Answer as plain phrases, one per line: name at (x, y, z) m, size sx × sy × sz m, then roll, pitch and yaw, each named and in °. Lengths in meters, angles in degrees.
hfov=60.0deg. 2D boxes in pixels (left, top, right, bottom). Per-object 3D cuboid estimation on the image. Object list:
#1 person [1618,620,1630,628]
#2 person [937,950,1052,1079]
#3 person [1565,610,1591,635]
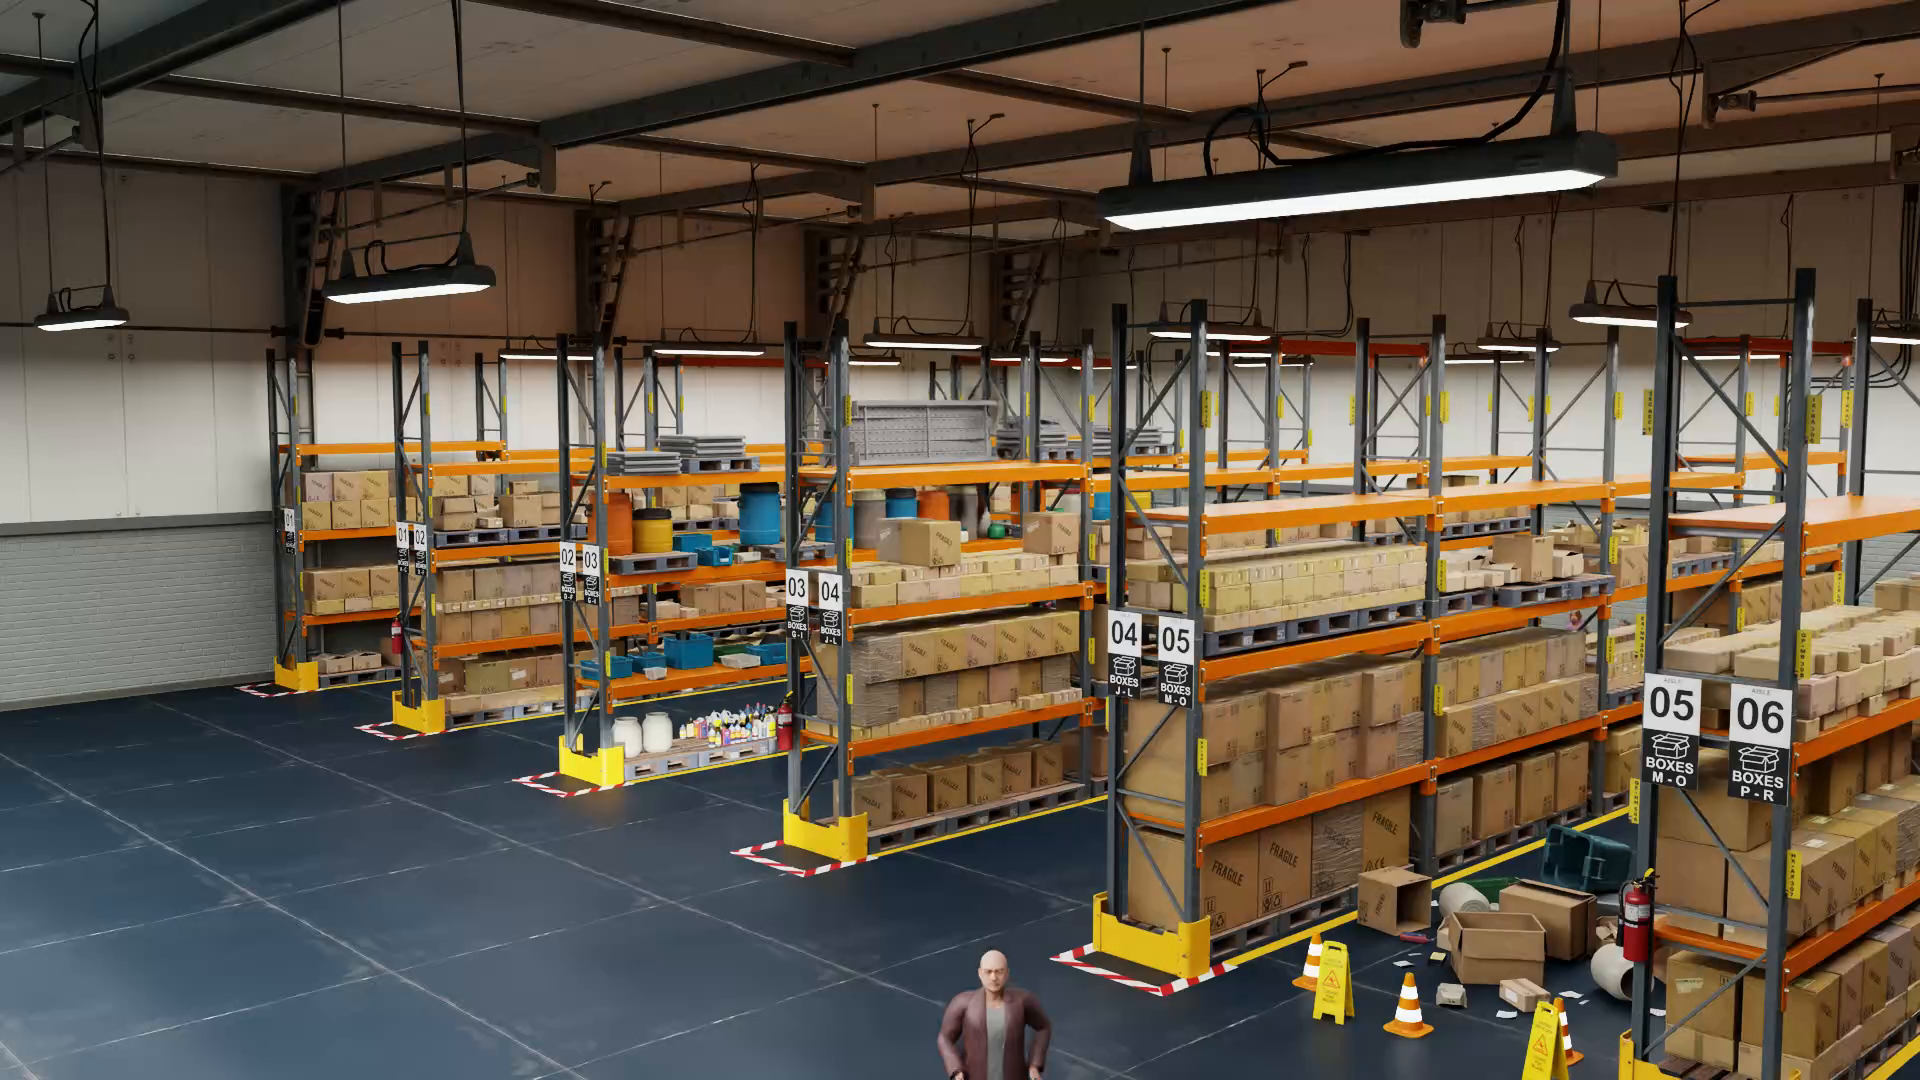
person at (10.338, 2.095, 25.991) m, size 0.750 × 1.717 × 0.552 m, roll -4°, pitch 7°, yaw -40°
person at (0.217, 3.404, 10.314) m, size 0.721 × 1.749 × 0.886 m, roll 0°, pitch 5°, yaw -1°
person at (10.339, 1.956, 27.865) m, size 0.545 × 1.620 × 0.786 m, roll 3°, pitch 6°, yaw 35°
